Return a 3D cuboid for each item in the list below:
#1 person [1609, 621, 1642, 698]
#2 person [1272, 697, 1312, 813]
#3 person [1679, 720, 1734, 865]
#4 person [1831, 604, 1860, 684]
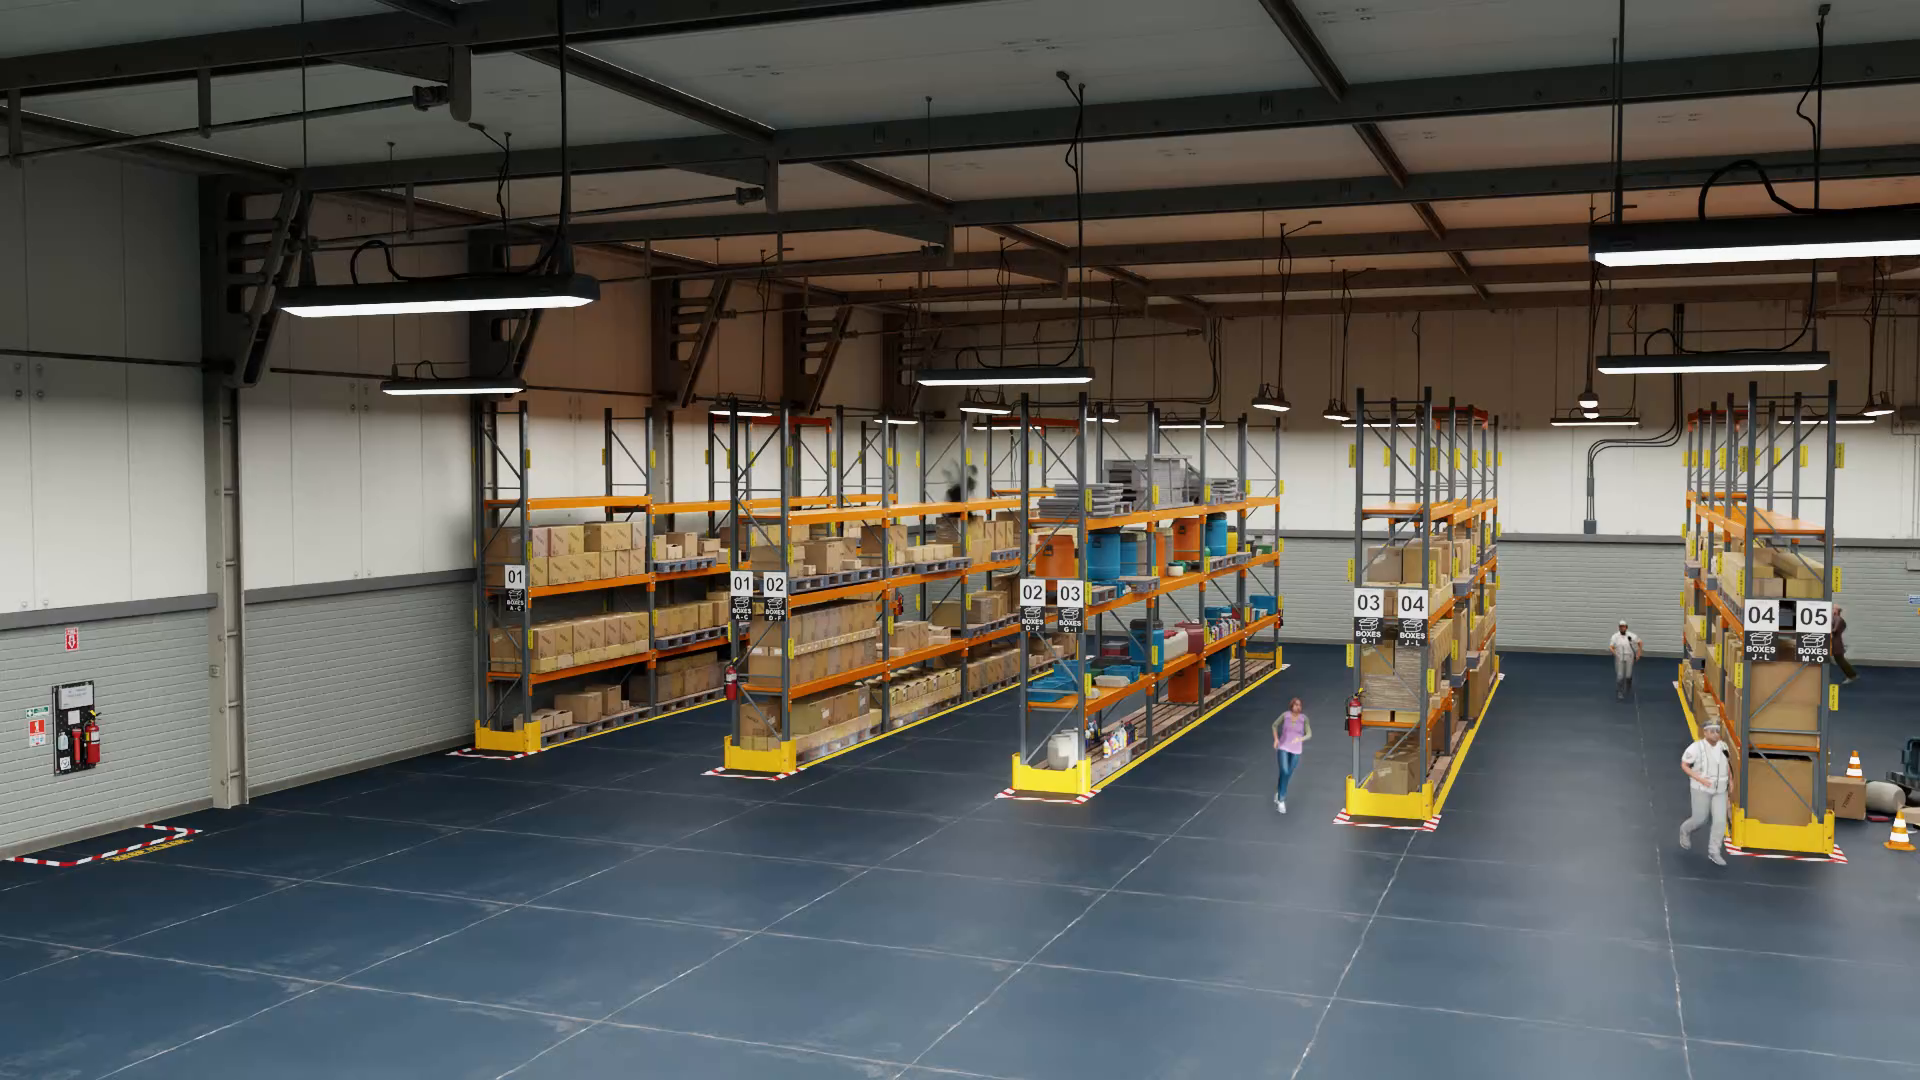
[{"bbox_3d":[13.888,2.510,34.739,0.633,1.629,0.612,1,3,28],"label":"person"},{"bbox_3d":[4.760,3.054,23.858,0.523,1.616,0.699,0,3,0],"label":"person"},{"bbox_3d":[9.378,3.123,20.857,0.690,1.777,0.796,0,3,-5],"label":"person"},{"bbox_3d":[19.279,2.310,36.639,0.988,1.809,0.686,1,3,15],"label":"person"}]
